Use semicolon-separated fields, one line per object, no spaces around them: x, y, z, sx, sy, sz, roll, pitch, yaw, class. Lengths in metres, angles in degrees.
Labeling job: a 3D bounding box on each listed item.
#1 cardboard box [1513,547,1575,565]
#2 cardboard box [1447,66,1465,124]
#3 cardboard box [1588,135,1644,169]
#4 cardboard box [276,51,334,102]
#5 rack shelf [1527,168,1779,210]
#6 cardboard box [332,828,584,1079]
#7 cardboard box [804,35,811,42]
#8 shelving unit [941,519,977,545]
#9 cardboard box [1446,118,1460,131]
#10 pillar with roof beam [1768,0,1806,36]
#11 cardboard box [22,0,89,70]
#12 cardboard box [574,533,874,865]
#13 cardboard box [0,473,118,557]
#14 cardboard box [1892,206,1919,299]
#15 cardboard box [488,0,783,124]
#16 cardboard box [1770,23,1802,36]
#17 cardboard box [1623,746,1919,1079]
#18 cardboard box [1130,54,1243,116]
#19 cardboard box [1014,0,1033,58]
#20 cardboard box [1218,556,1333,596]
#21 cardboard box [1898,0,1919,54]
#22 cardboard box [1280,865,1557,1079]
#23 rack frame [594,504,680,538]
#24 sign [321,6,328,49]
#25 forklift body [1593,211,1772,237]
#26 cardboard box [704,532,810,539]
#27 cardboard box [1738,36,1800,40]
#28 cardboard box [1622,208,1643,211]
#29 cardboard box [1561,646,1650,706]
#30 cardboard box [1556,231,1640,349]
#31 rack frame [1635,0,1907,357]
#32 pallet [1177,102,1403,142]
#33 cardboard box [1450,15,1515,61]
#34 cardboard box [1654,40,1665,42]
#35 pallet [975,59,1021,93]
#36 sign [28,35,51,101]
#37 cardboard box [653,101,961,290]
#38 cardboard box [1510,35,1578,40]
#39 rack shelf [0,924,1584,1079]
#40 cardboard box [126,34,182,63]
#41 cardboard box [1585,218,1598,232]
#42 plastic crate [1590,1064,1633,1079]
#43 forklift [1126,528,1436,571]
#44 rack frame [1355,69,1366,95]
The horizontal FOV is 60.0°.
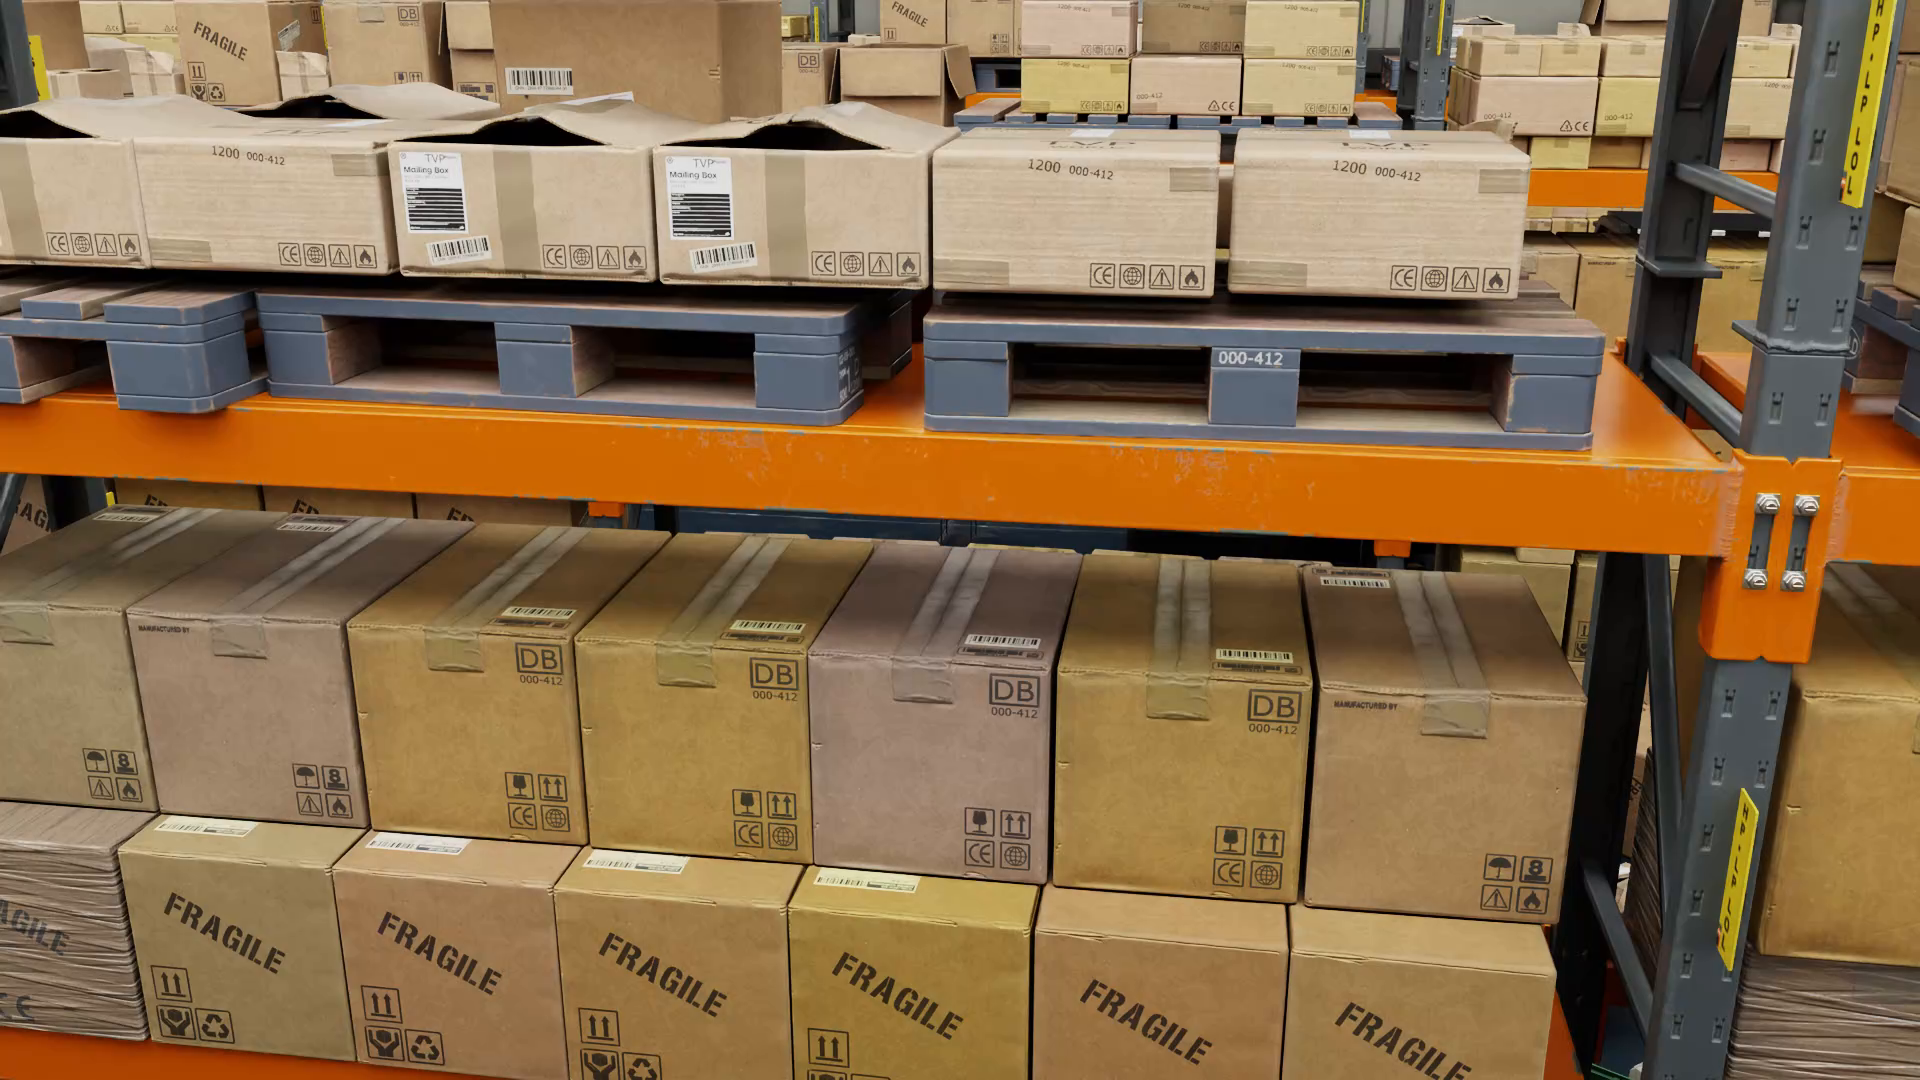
2.829;-0.016;8.090;0.250;0.149;0.380;3;19;9;cardboard box
2.655;-2.151;8.045;0.500;0.250;0.500;3;19;8;cardboard box
2.956;-1.799;7.621;0.250;0.149;0.380;3;19;9;cardboard box
-3.190;-2.316;8.319;0.258;0.266;0.396;2;19;7;cardboard box
4.150;-1.577;7.696;4.000;0.370;1.077;3;19;9;rack shelf
-1.059;0.868;3.824;0.500;0.500;0.500;3;19;9;cardboard box
-1.313;-3.987;13.372;0.250;0.149;0.380;3;19;9;cardboard box
-0.008;-0.427;11.162;0.210;0.900;0.258;3;19;9;shelving unit
2.535;-1.980;8.161;0.250;0.149;0.380;3;19;9;cardboard box
5.681;-3.764;8.371;0.400;9.000;9.100;3;19;9;pillar with roof beam
-4.899;-2.533;8.600;0.500;0.500;0.500;3;19;8;cardboard box
-0.507;0.338;3.833;0.500;0.500;0.700;3;19;8;cardboard box
-5.099;-0.185;9.814;0.875;0.875;0.875;4;19;10;cardboard box
1.795;-0.466;2.817;0.250;0.149;0.380;3;19;8;cardboard box
-0.699;-0.959;3.737;0.500;0.500;0.500;3;19;9;cardboard box
5.791;-3.515;11.747;0.258;0.266;0.396;3;19;9;cardboard box
1.856;0.903;3.641;0.550;0.550;0.875;3;19;9;cardboard box
1.077;-2.158;7.873;0.500;0.250;0.500;3;19;9;cardboard box
0.691;-3.906;12.544;0.500;0.500;0.500;3;19;10;cardboard box
1.657;0.425;8.786;0.625;0.372;0.950;3;19;9;cardboard box
1.901;-1.050;3.307;0.250;0.149;0.380;3;19;8;cardboard box
0.932;0.969;3.521;0.500;0.500;0.500;3;19;8;cardboard box
-1.774;-0.798;8.961;0.127;3.000;1.000;3;19;9;rack frame
-5.018;-4.052;13.143;0.005;0.325;0.100;3;19;9;sign
4.746;-1.072;11.117;1.214;2.155;2.313;3;19;9;forklift body
-1.218;0.281;9.217;0.625;0.372;0.950;2;19;5;cardboard box
3.814;-2.286;7.821;0.250;0.149;0.380;3;19;9;cardboard box
5.006;-2.474;12.321;0.250;0.149;0.380;3;19;9;cardboard box
3.244;0.646;8.317;0.500;0.250;0.500;4;19;12;cardboard box
3.076;-1.137;7.771;0.500;0.500;0.700;3;19;9;cardboard box
1.490;-1.886;2.757;0.127;3.000;1.000;3;19;9;rack frame
1.582;-1.994;8.105;1.003;0.211;1.213;3;19;9;pallet
3.741;-3.660;12.109;0.500;0.311;0.500;3;19;10;cardboard box
3.210;-2.118;7.319;0.250;0.149;0.380;3;19;8;cardboard box
0.798;-3.625;12.979;1.213;0.211;1.003;4;19;11;pallet
-2.364;-1.121;4.258;0.005;0.325;0.100;3;19;9;sign
-0.276;-0.687;3.222;0.500;0.311;0.500;2;19;7;cardboard box
2.792;-2.342;7.986;0.250;0.149;0.380;2;19;7;cardboard box
-0.485;1.200;4.124;4.000;0.370;1.077;3;19;9;rack shelf
-6.475;-4.045;13.705;0.500;0.250;0.500;3;19;10;cardboard box
4.755;-2.324;12.343;0.250;0.149;0.380;3;19;8;cardboard box
1.869;1.864;5.346;0.662;0.188;0.450;14;33;37;plastic crate
2.623;-1.259;10.448;3.031;2.935;1.130;3;19;7;forklift
2.959;-2.152;13.007;0.127;3.000;1.000;3;19;9;rack frame
